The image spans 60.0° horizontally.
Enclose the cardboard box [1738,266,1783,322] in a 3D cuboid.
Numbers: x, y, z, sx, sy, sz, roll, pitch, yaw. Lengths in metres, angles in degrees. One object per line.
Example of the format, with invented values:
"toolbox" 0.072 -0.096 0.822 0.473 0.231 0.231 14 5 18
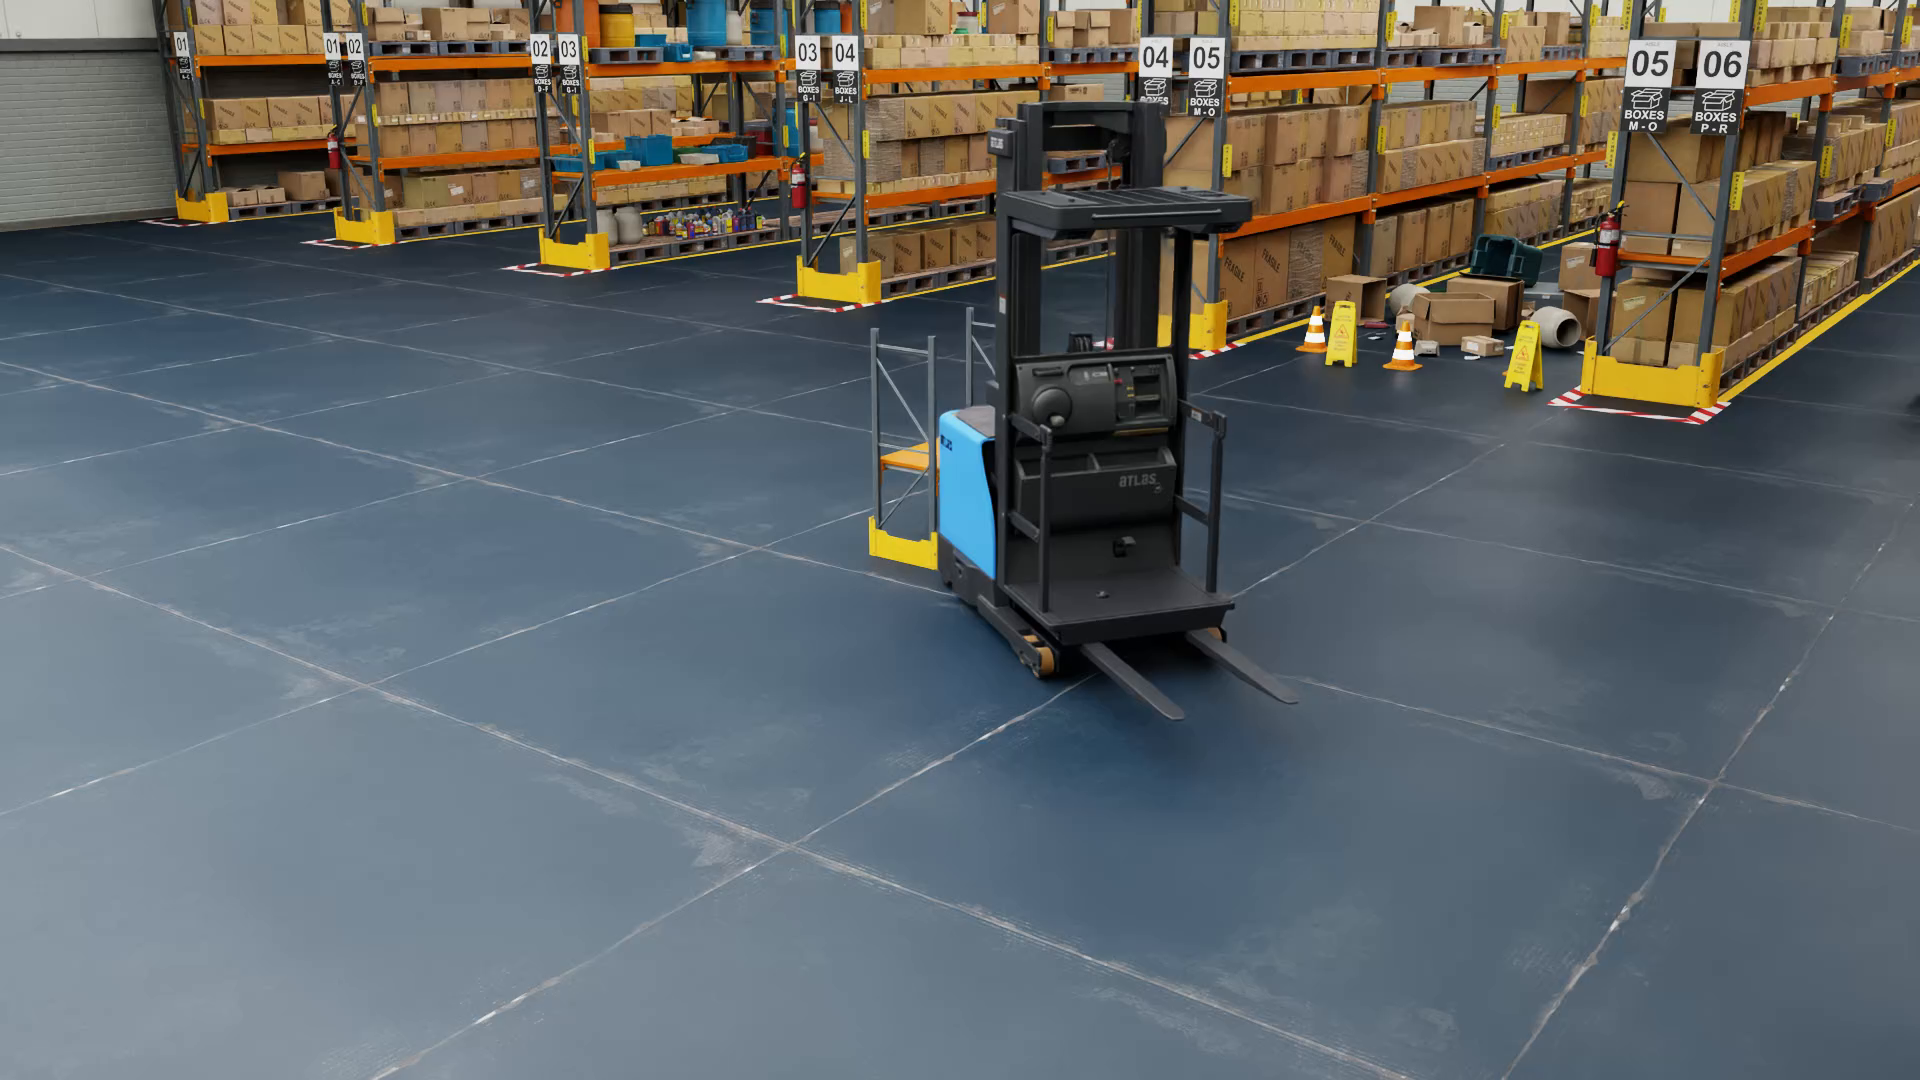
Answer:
"cardboard box" 8.016 -2.513 16.942 0.500 0.500 0.500 14 22 38

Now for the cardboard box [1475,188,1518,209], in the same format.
"cardboard box" 8.013 -5.109 24.882 0.500 0.250 0.500 12 21 34

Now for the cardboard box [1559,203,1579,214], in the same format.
"cardboard box" 9.962 -5.466 27.385 0.380 0.149 0.250 14 22 37

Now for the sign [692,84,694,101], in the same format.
"sign" -5.213 -8.763 32.586 0.100 0.325 0.005 12 21 35

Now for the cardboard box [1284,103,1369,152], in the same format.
"cardboard box" 4.475 -5.055 20.391 0.875 0.550 0.550 12 21 35

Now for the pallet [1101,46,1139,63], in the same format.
"pallet" 1.868 -7.169 24.529 1.213 0.211 1.003 12 21 35

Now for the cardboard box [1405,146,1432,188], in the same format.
"cardboard box" 5.852 -4.914 21.842 0.500 0.500 0.500 12 21 34

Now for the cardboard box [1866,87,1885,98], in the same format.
"cardboard box" 13.452 -6.569 24.391 0.380 0.149 0.250 12 21 34

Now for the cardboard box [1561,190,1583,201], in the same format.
"cardboard box" 10.183 -5.748 27.790 0.380 0.149 0.250 12 21 34

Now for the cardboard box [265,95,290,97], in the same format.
"cardboard box" -12.496 -7.931 30.680 0.500 0.500 0.500 13 21 35

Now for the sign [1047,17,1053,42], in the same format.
"sign" 1.239 -7.035 22.912 0.100 0.325 0.005 12 21 35

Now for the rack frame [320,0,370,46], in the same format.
"rack frame" -9.538 -9.114 25.419 1.000 3.000 0.127 12 21 35

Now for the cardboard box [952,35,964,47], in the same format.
"cardboard box" -0.175 -6.510 21.671 0.380 0.149 0.250 11 21 33

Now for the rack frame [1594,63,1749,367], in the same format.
"rack frame" 6.375 -2.746 15.029 1.000 3.000 0.127 12 21 35

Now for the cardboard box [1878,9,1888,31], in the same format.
"cardboard box" 11.245 -6.451 21.018 0.797 0.503 0.637 11 20 31

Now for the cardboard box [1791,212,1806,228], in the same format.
"cardboard box" 8.668 -3.388 17.519 0.380 0.149 0.250 13 21 36

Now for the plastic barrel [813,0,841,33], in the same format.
"plastic barrel" -2.271 -8.468 27.552 0.600 0.901 0.708 12 21 35

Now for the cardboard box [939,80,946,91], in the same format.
"cardboard box" -0.654 -10.186 37.131 0.500 0.500 0.500 13 22 36

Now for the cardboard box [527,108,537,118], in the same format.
"cardboard box" -7.447 -7.335 28.544 0.380 0.149 0.250 12 21 33

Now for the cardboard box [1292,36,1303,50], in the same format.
"cardboard box" 3.553 -5.483 18.332 0.380 0.149 0.250 12 21 34

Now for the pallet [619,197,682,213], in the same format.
"pallet" -6.020 -6.344 31.317 1.003 0.211 1.213 12 21 35

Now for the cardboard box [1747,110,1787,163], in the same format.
"cardboard box" 8.322 -4.300 17.676 0.700 0.500 0.500 12 21 34

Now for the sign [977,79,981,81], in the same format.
"sign" 0.429 -10.661 38.030 0.100 0.325 0.005 12 21 35

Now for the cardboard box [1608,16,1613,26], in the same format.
"cardboard box" 10.479 -8.519 27.300 0.380 0.149 0.250 12 21 33

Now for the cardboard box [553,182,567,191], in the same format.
"cardboard box" -7.143 -6.504 30.112 0.500 0.311 0.500 12 21 35

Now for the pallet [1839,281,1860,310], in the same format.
"pallet" 10.674 -3.134 20.980 1.003 0.211 1.213 12 21 35

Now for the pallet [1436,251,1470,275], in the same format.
"pallet" 6.575 -3.996 23.756 1.003 0.211 1.213 12 21 35

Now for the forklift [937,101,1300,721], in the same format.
"forklift" 0.821 -0.800 8.879 1.130 2.935 3.031 -6 18 -18

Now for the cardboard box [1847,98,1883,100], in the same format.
"cardboard box" 13.032 -6.076 23.896 0.500 0.500 0.500 13 21 35

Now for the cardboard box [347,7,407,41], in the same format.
"cardboard box" -9.192 -8.134 26.203 0.797 0.503 0.637 14 22 38

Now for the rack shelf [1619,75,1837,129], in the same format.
"rack shelf" 7.566 -4.312 16.225 1.077 0.370 4.000 12 21 35

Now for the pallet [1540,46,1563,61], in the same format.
"pallet" 8.420 -7.422 25.345 1.213 0.211 1.003 12 21 35

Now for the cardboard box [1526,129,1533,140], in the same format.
"cardboard box" 8.479 -6.177 25.289 0.380 0.149 0.250 13 22 37

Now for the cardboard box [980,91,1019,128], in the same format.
"cardboard box" 0.455 -5.842 22.643 0.500 0.500 0.500 12 21 35

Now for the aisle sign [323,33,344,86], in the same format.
"aisle sign" -9.813 -7.527 26.039 0.394 0.787 0.004 12 21 35

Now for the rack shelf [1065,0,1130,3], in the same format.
"rack shelf" 2.780 -11.038 33.501 1.077 0.370 4.000 12 21 35

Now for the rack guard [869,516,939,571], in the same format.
"rack guard" -0.342 0.017 10.766 0.587 0.250 0.087 12 21 35

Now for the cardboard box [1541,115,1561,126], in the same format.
"cardboard box" 9.247 -6.625 26.233 0.380 0.149 0.250 12 21 33

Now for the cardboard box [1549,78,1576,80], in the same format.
"cardboard box" 10.172 -7.526 28.064 0.500 0.500 0.500 13 22 36

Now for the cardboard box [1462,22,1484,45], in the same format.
"cardboard box" 6.724 -6.839 22.423 0.500 0.311 0.500 12 21 35

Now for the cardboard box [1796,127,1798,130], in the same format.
"cardboard box" 9.767 -4.605 19.637 0.500 0.500 0.500 11 21 33

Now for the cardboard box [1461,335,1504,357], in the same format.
"cardboard box" 5.533 -2.054 17.606 0.250 0.149 0.380 -7 19 -22

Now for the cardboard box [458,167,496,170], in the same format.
"cardboard box" -8.278 -6.154 28.666 0.500 0.500 0.500 12 21 35

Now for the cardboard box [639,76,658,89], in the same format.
"cardboard box" -7.058 -10.141 36.873 0.500 0.250 0.500 13 21 36

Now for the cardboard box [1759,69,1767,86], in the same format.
"cardboard box" 7.103 -4.216 15.127 0.380 0.149 0.250 13 22 36

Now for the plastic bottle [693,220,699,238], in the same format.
"plastic bottle" -4.027 -4.738 25.302 0.097 0.271 0.097 0 17 0

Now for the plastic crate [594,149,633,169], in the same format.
"plastic crate" -5.113 -5.627 24.558 0.499 0.251 0.408 12 21 35

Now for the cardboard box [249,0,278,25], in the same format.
"cardboard box" -12.458 -9.374 29.426 0.500 0.500 0.500 13 22 36

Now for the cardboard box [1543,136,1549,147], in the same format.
"cardboard box" 8.957 -6.225 25.948 0.380 0.149 0.250 11 20 32

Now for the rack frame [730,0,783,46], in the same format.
"rack frame" -3.179 -9.190 25.665 1.000 3.000 0.127 12 21 35

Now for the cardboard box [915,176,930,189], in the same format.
"cardboard box" -0.611 -4.638 21.544 0.380 0.149 0.250 12 21 35

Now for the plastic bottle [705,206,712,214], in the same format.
"plastic bottle" -3.993 -5.151 26.499 0.144 0.351 0.185 13 22 36

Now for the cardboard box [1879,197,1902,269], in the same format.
"cardboard box" 12.154 -4.199 22.582 0.875 0.875 0.875 13 21 35

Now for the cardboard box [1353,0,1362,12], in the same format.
"cardboard box" 4.460 -6.228 19.386 0.380 0.149 0.250 12 21 35

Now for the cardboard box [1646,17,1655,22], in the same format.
"cardboard box" 11.910 -9.067 29.062 0.380 0.149 0.250 12 21 34

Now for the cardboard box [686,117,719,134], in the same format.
"cardboard box" -5.023 -8.033 32.203 0.500 0.311 0.500 14 22 38

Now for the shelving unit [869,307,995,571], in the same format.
"shelving unit" -0.045 -0.698 10.963 0.587 1.500 1.083 12 21 35

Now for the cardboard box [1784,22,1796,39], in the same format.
"cardboard box" 7.587 -4.770 15.568 0.380 0.149 0.250 13 22 36
